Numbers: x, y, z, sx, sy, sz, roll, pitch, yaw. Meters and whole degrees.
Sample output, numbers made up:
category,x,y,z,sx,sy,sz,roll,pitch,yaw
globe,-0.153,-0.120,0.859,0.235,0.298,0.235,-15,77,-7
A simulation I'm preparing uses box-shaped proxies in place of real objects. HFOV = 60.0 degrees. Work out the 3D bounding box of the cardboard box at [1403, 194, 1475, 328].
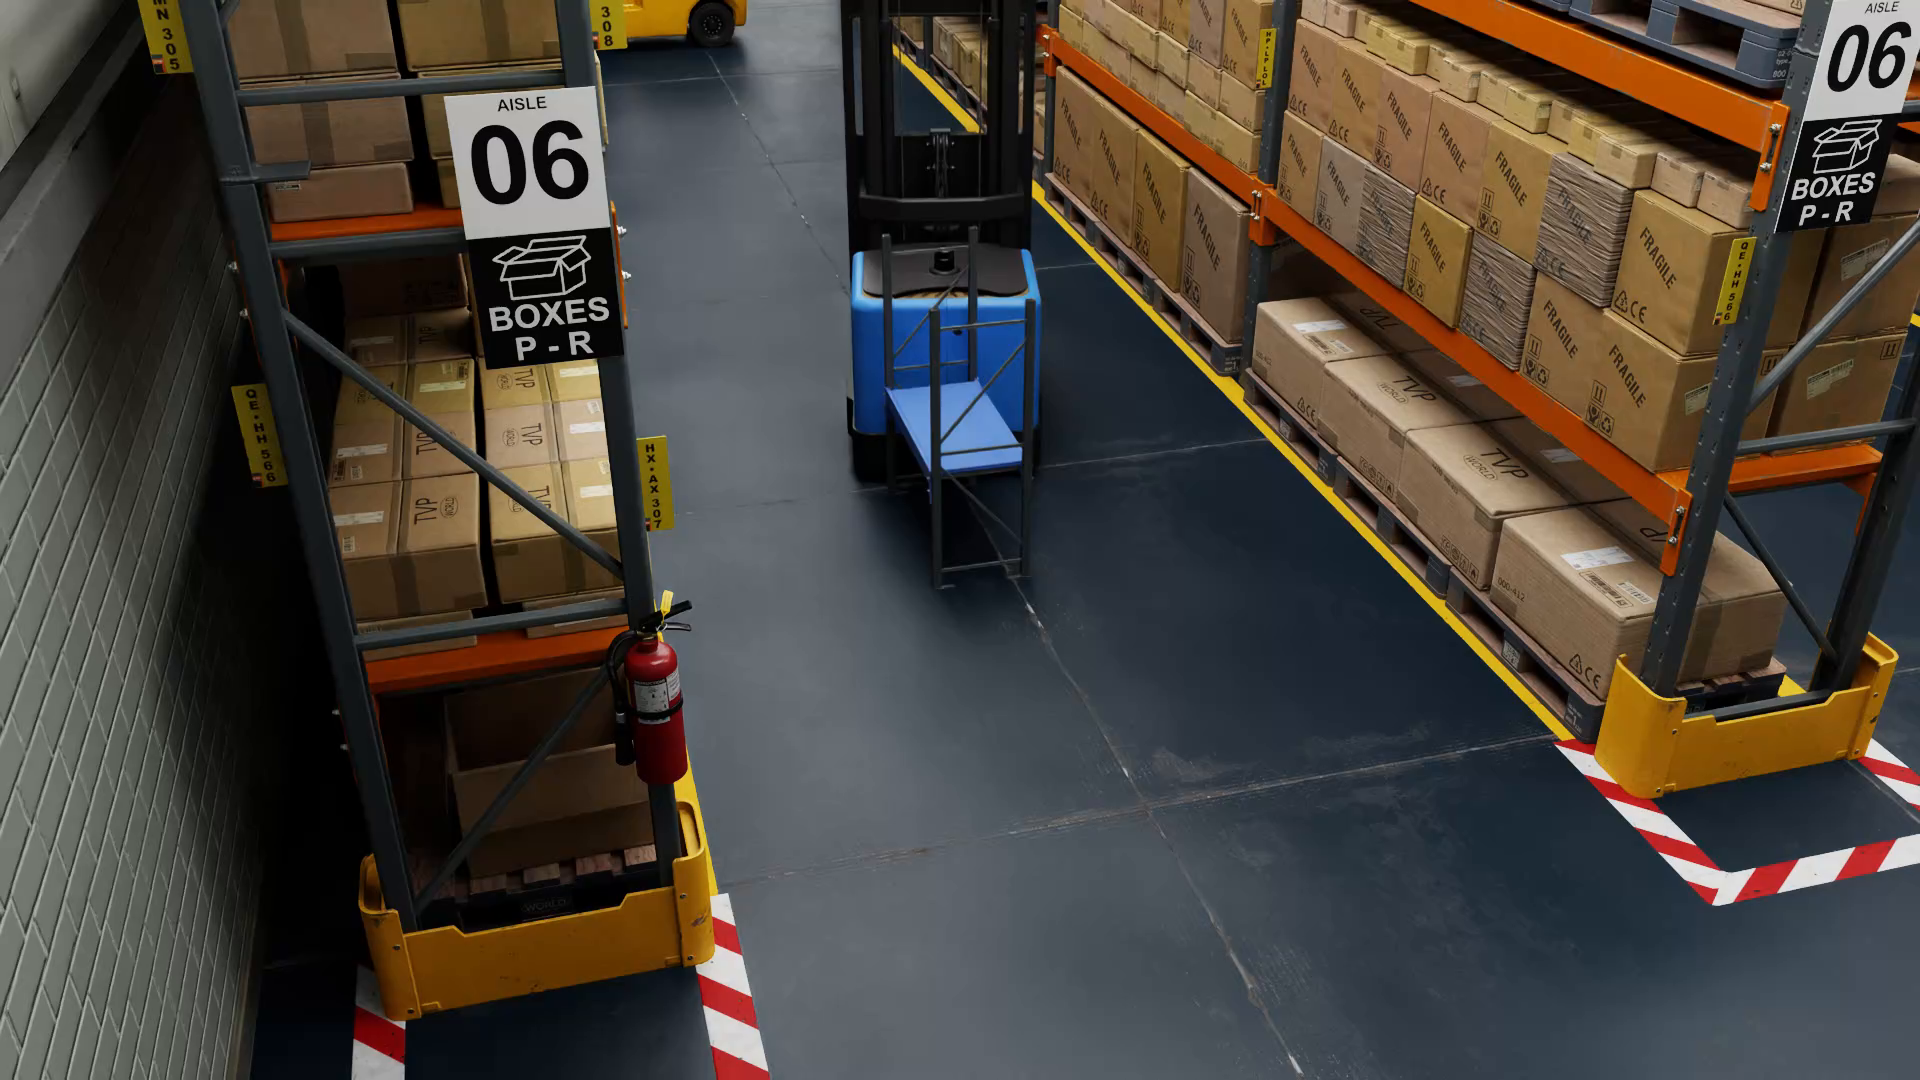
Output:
category,x,y,z,sx,sy,sz,roll,pitch,yaw
cardboard box,2.510,-1.368,8.020,0.500,0.500,0.500,-7,31,-12

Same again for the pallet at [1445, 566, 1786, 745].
category,x,y,z,sx,sy,sz,roll,pitch,yaw
pallet,3.020,0.443,7.774,1.003,0.211,1.213,-8,31,-13

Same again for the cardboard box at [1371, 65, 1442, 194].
category,x,y,z,sx,sy,sz,roll,pitch,yaw
cardboard box,2.392,-2.040,8.182,0.500,0.500,0.500,-7,31,-12

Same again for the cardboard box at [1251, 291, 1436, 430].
category,x,y,z,sx,sy,sz,roll,pitch,yaw
cardboard box,2.309,-1.075,9.752,0.875,0.438,0.875,-8,31,-14

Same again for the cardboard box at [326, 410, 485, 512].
category,x,y,z,sx,sy,sz,roll,pitch,yaw
cardboard box,-1.991,-0.226,5.999,0.500,0.250,0.500,-8,31,-13

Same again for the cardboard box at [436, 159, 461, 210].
category,x,y,z,sx,sy,sz,roll,pitch,yaw
cardboard box,-1.337,-1.100,4.913,0.380,0.149,0.250,-7,31,-12

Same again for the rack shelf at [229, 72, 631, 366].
category,x,y,z,sx,sy,sz,roll,pitch,yaw
rack shelf,-2.008,-1.679,6.380,1.077,0.370,4.000,-8,31,-13

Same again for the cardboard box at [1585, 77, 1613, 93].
category,x,y,z,sx,sy,sz,roll,pitch,yaw
cardboard box,3.109,-2.108,7.651,0.380,0.149,0.250,-9,31,-14

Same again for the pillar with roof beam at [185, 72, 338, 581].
category,x,y,z,sx,sy,sz,roll,pitch,yaw
pillar with roof beam,0.928,-4.371,7.318,9.100,9.000,0.400,-8,31,-13

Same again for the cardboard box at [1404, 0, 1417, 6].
category,x,y,z,sx,sy,sz,roll,pitch,yaw
cardboard box,2.600,-2.828,8.897,0.380,0.149,0.250,-7,31,-12

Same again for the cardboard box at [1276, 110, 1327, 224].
category,x,y,z,sx,sy,sz,roll,pitch,yaw
cardboard box,2.118,-2.102,9.287,0.500,0.500,0.500,-7,31,-12

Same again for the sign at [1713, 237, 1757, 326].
category,x,y,z,sx,sy,sz,roll,pitch,yaw
sign,2.781,-0.926,5.963,0.100,0.325,0.005,-8,31,-13

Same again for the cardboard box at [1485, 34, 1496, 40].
category,x,y,z,sx,sy,sz,roll,pitch,yaw
cardboard box,2.842,-2.471,8.279,0.380,0.149,0.250,-8,31,-14

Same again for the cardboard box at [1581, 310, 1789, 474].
category,x,y,z,sx,sy,sz,roll,pitch,yaw
cardboard box,2.925,-0.629,6.742,0.500,0.500,0.500,-8,31,-13

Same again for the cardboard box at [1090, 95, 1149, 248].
category,x,y,z,sx,sy,sz,roll,pitch,yaw
cardboard box,1.520,-2.738,12.188,0.875,0.875,0.875,-7,31,-13

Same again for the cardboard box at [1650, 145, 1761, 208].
category,x,y,z,sx,sy,sz,roll,pitch,yaw
cardboard box,2.929,-1.411,6.448,0.380,0.149,0.250,-7,31,-12

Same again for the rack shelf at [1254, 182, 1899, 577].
category,x,y,z,sx,sy,sz,roll,pitch,yaw
rack shelf,2.777,-1.042,8.275,1.077,0.370,4.000,-8,31,-13

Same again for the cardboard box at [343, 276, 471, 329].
category,x,y,z,sx,sy,sz,roll,pitch,yaw
cardboard box,-2.393,-0.956,7.260,0.500,0.250,0.500,-7,31,-12

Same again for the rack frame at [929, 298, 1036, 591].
category,x,y,z,sx,sy,sz,roll,pitch,yaw
rack frame,0.106,-0.433,8.000,0.500,1.500,0.032,-8,31,-13

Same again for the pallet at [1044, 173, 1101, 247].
category,x,y,z,sx,sy,sz,roll,pitch,yaw
pallet,1.321,-2.654,13.125,1.003,0.211,1.213,-8,31,-13

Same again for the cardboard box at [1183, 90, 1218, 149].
category,x,y,z,sx,sy,sz,roll,pitch,yaw
cardboard box,1.750,-2.684,10.543,0.500,0.250,0.500,-8,31,-14

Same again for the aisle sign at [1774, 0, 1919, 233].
category,x,y,z,sx,sy,sz,roll,pitch,yaw
aisle sign,3.028,-1.437,5.643,0.394,0.787,0.004,-8,31,-13

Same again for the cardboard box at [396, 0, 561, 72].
category,x,y,z,sx,sy,sz,roll,pitch,yaw
cardboard box,-1.353,-1.552,4.797,0.500,0.250,0.500,-8,31,-14

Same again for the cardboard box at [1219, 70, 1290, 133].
category,x,y,z,sx,sy,sz,roll,pitch,yaw
cardboard box,1.895,-2.652,9.988,0.500,0.250,0.500,-8,31,-13

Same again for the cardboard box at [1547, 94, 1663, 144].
category,x,y,z,sx,sy,sz,roll,pitch,yaw
cardboard box,2.751,-1.787,7.098,0.380,0.149,0.250,-8,31,-14

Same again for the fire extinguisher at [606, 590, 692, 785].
category,x,y,z,sx,sy,sz,roll,pitch,yaw
fire extinguisher,-0.992,0.478,5.379,0.296,0.674,0.183,-8,31,-13

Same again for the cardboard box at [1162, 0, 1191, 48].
category,x,y,z,sx,sy,sz,roll,pitch,yaw
cardboard box,1.625,-3.475,10.661,0.500,0.500,0.500,-7,31,-12

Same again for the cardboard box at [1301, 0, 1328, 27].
category,x,y,z,sx,sy,sz,roll,pitch,yaw
cardboard box,2.080,-2.890,9.002,0.380,0.149,0.250,-8,31,-14

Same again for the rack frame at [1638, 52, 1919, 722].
category,x,y,z,sx,sy,sz,roll,pitch,yaw
rack frame,3.308,-0.388,6.426,1.000,3.000,0.127,-8,31,-13

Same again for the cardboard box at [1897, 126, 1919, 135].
category,x,y,z,sx,sy,sz,roll,pitch,yaw
cardboard box,7.050,-2.843,11.995,0.500,0.250,0.500,-9,31,-15

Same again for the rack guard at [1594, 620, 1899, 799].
category,x,y,z,sx,sy,sz,roll,pitch,yaw
rack guard,3.314,0.706,7.032,1.175,0.500,0.348,-8,31,-13

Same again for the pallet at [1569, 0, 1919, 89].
category,x,y,z,sx,sy,sz,roll,pitch,yaw
pallet,3.101,-2.005,6.313,1.003,0.211,1.213,-8,31,-13

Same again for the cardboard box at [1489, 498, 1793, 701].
category,x,y,z,sx,sy,sz,roll,pitch,yaw
cardboard box,3.036,0.234,7.490,0.875,0.438,0.875,-9,31,-15

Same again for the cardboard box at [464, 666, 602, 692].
category,x,y,z,sx,sy,sz,roll,pitch,yaw
cardboard box,-1.737,0.448,7.058,0.700,0.500,0.500,-7,31,-11

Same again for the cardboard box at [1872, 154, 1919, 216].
category,x,y,z,sx,sy,sz,roll,pitch,yaw
cardboard box,3.480,-1.353,6.348,0.380,0.149,0.250,-7,31,-12

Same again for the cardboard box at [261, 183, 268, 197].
category,x,y,z,sx,sy,sz,roll,pitch,yaw
cardboard box,-1.914,-1.159,5.014,0.380,0.149,0.250,-7,31,-12

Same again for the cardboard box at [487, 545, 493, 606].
category,x,y,z,sx,sy,sz,roll,pitch,yaw
cardboard box,-1.832,0.127,5.786,0.380,0.149,0.250,-7,31,-12

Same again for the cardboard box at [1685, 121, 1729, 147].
category,x,y,z,sx,sy,sz,roll,pitch,yaw
cardboard box,3.297,-1.736,7.009,0.380,0.149,0.250,-9,31,-15

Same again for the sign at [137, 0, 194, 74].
category,x,y,z,sx,sy,sz,roll,pitch,yaw
sign,-2.017,-1.343,4.198,0.100,0.325,0.005,-8,31,-13

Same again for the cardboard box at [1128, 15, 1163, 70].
category,x,y,z,sx,sy,sz,roll,pitch,yaw
cardboard box,1.459,-3.387,11.258,0.500,0.250,0.500,-7,31,-12

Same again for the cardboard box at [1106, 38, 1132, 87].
category,x,y,z,sx,sy,sz,roll,pitch,yaw
cardboard box,1.359,-3.417,11.809,0.500,0.250,0.500,-7,31,-12

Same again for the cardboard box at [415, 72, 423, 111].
category,x,y,z,sx,sy,sz,roll,pitch,yaw
cardboard box,-1.486,-1.582,5.347,0.500,0.250,0.500,-7,31,-12

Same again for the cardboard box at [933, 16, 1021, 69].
category,x,y,z,sx,sy,sz,roll,pitch,yaw
cardboard box,0.264,-4.975,16.555,0.950,0.372,0.625,-7,31,-13

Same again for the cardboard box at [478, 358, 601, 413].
category,x,y,z,sx,sy,sz,roll,pitch,yaw
cardboard box,-1.609,-0.533,6.529,0.500,0.250,0.500,-8,31,-14

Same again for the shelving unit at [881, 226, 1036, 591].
category,x,y,z,sx,sy,sz,roll,pitch,yaw
shelving unit,-0.024,-0.679,8.426,0.538,1.500,1.048,-8,31,-13

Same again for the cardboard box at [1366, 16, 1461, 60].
category,x,y,z,sx,sy,sz,roll,pitch,yaw
cardboard box,2.278,-2.522,8.367,0.380,0.149,0.250,-8,31,-14

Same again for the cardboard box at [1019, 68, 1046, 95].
category,x,y,z,sx,sy,sz,roll,pitch,yaw
cardboard box,0.840,-3.926,14.742,0.950,0.372,0.625,-8,31,-14

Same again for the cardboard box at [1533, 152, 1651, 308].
category,x,y,z,sx,sy,sz,roll,pitch,yaw
cardboard box,2.783,-1.314,6.927,0.500,0.500,0.500,-8,31,-13

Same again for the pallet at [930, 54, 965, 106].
category,x,y,z,sx,sy,sz,roll,pitch,yaw
pallet,0.331,-4.601,16.488,1.003,0.211,1.213,-8,31,-13

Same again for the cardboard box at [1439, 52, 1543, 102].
category,x,y,z,sx,sy,sz,roll,pitch,yaw
cardboard box,2.466,-2.151,7.727,0.380,0.149,0.250,-8,31,-13

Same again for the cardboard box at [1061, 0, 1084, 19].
category,x,y,z,sx,sy,sz,roll,pitch,yaw
cardboard box,1.081,-4.126,12.534,0.500,0.250,0.500,-8,31,-14

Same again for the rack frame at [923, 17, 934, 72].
category,x,y,z,sx,sy,sz,roll,pitch,yaw
rack frame,0.123,-6.184,16.439,1.000,3.000,0.127,-8,31,-13

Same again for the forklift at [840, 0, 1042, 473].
category,x,y,z,sx,sy,sz,roll,pitch,yaw
forklift,-0.131,-2.346,9.878,1.130,2.935,3.031,-1,30,-2
